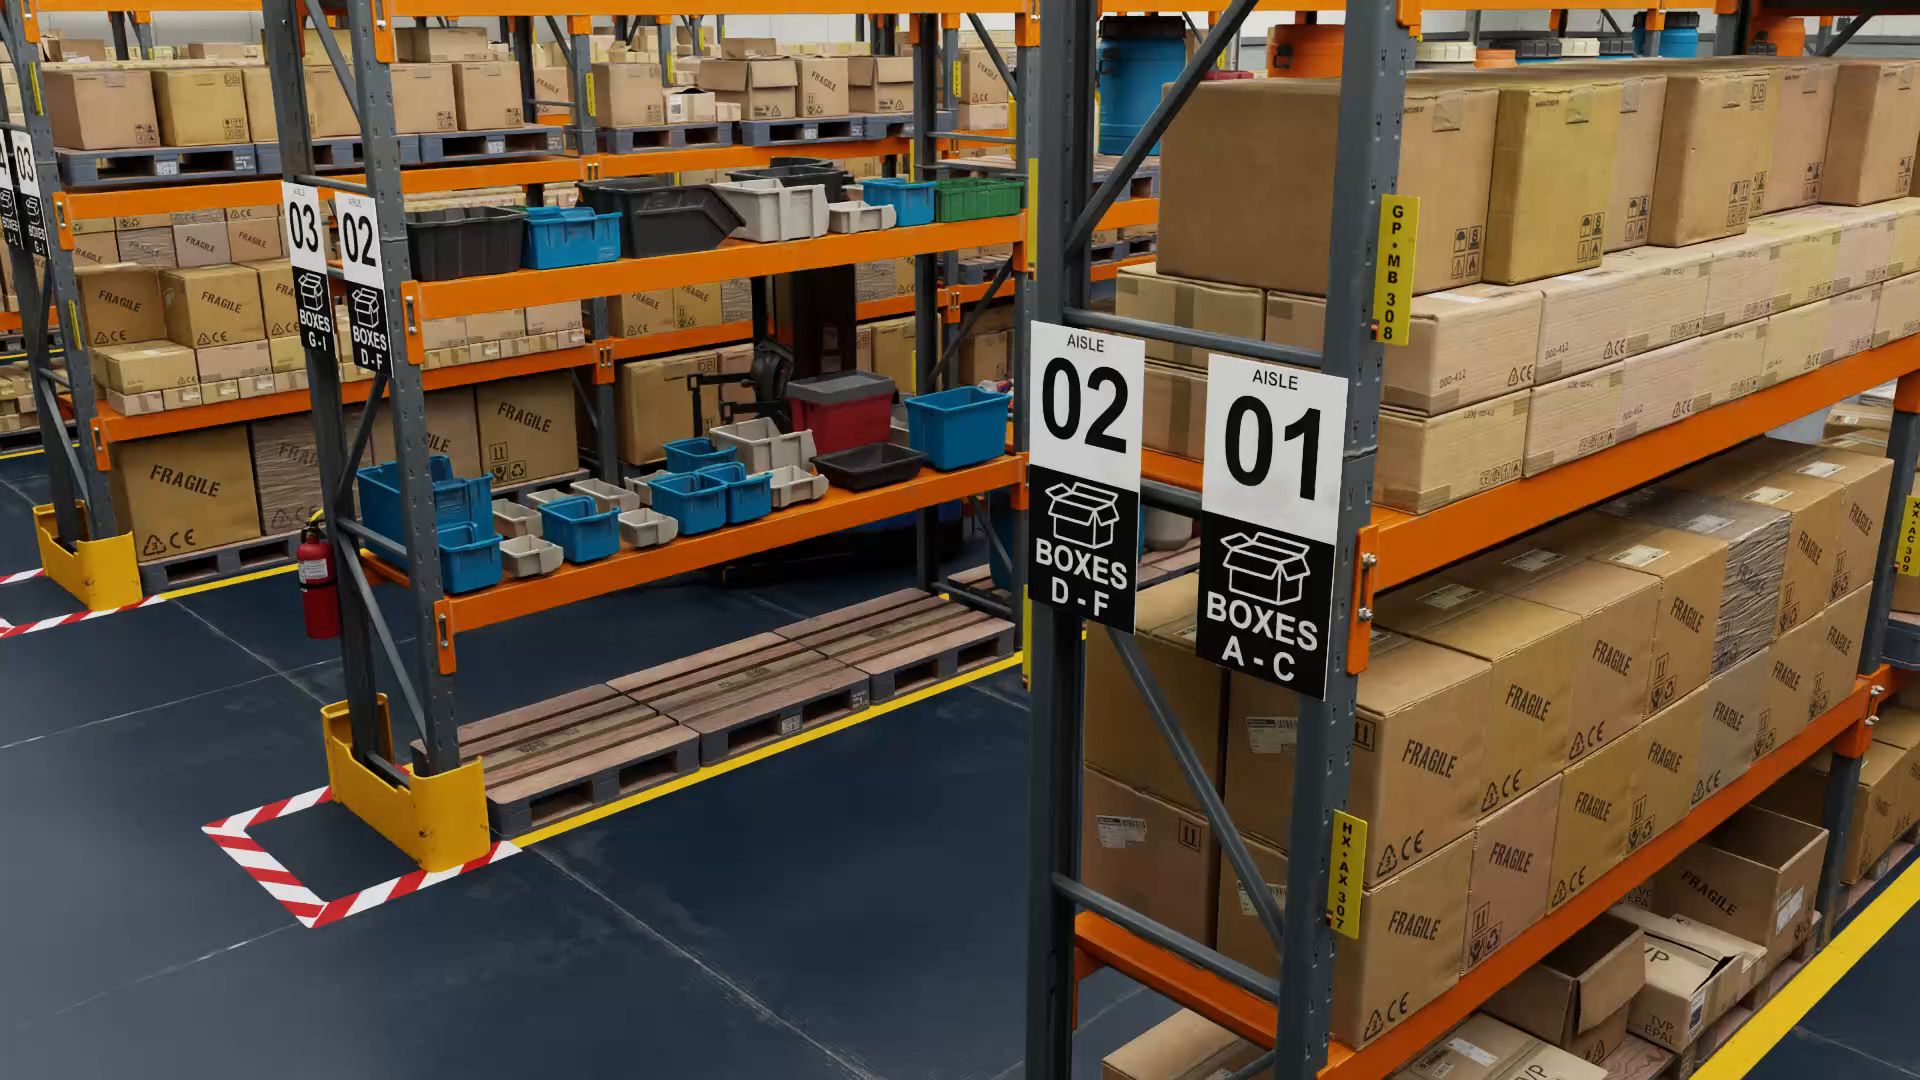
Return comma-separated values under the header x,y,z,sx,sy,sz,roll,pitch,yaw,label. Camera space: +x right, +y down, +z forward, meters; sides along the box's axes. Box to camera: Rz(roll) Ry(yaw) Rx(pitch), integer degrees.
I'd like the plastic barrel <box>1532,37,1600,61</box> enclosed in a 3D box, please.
x,y,z,sx,sy,sz,roll,pitch,yaw,label
5.210,-3.900,14.473,0.600,0.901,0.600,0,18,0,plastic barrel

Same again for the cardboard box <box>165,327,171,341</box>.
x,y,z,sx,sy,sz,roll,pitch,yaw,label
-5.678,-1.436,12.312,0.500,0.250,0.500,-17,24,-42,cardboard box

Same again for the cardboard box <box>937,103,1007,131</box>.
x,y,z,sx,sy,sz,roll,pitch,yaw,label
0.113,-4.190,16.424,0.500,0.250,0.500,-16,24,-40,cardboard box

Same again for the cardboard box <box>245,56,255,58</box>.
x,y,z,sx,sy,sz,roll,pitch,yaw,label
-11.128,-7.440,25.801,0.250,0.149,0.380,-16,24,-40,cardboard box

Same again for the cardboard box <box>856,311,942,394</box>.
x,y,z,sx,sy,sz,roll,pitch,yaw,label
-0.920,-1.839,16.558,1.225,0.875,0.875,17,24,41,cardboard box

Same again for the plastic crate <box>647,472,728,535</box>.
x,y,z,sx,sy,sz,roll,pitch,yaw,label
-1.452,-0.193,8.891,0.300,0.233,0.416,-16,24,-41,plastic crate

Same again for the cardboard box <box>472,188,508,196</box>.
x,y,z,sx,sy,sz,roll,pitch,yaw,label
-5.345,-3.903,18.920,0.250,0.149,0.380,-17,24,-42,cardboard box

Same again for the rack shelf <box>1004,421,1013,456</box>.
x,y,z,sx,sy,sz,roll,pitch,yaw,label
1.546,-0.916,12.112,4.000,0.370,1.077,-16,24,-41,rack shelf

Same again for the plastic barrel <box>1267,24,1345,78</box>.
x,y,z,sx,sy,sz,roll,pitch,yaw,label
2.585,-3.393,12.346,0.708,0.830,0.600,-16,24,-41,plastic barrel

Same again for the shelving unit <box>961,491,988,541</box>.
x,y,z,sx,sy,sz,roll,pitch,yaw,label
0.054,-0.493,12.802,0.252,1.050,0.215,-12,22,-33,shelving unit

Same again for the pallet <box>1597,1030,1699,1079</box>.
x,y,z,sx,sy,sz,roll,pitch,yaw,label
2.107,2.008,6.449,1.213,0.211,1.003,-16,24,-41,pallet

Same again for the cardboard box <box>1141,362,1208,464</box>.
x,y,z,sx,sy,sz,roll,pitch,yaw,label
0.779,-0.399,4.732,0.500,0.250,0.500,-16,24,-41,cardboard box

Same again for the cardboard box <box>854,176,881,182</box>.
x,y,z,sx,sy,sz,roll,pitch,yaw,label
-1.394,-4.542,21.969,0.500,0.500,0.500,-17,24,-41,cardboard box

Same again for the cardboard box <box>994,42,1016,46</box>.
x,y,z,sx,sy,sz,roll,pitch,yaw,label
0.448,-6.772,23.062,0.500,0.250,0.500,-17,24,-41,cardboard box

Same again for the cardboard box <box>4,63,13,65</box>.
x,y,z,sx,sy,sz,roll,pitch,yaw,label
-8.736,-4.354,15.473,0.250,0.149,0.380,-17,25,-42,cardboard box

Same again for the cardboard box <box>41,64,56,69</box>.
x,y,z,sx,sy,sz,roll,pitch,yaw,label
-8.423,-4.251,15.155,0.250,0.149,0.380,-15,23,-39,cardboard box

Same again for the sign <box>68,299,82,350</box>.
x,y,z,sx,sy,sz,roll,pitch,yaw,label
-5.840,-1.421,10.970,0.005,0.325,0.100,-16,24,-41,sign

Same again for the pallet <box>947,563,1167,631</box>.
x,y,z,sx,sy,sz,roll,pitch,yaw,label
0.682,0.338,11.600,1.213,0.211,1.003,-16,24,-41,pallet

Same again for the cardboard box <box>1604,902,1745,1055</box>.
x,y,z,sx,sy,sz,roll,pitch,yaw,label
2.729,1.690,6.556,0.500,0.311,0.500,-16,24,-41,cardboard box

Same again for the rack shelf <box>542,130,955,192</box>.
x,y,z,sx,sy,sz,roll,pitch,yaw,label
-1.857,-3.453,15.073,4.000,0.370,1.077,-16,24,-41,rack shelf

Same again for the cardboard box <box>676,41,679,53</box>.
x,y,z,sx,sy,sz,roll,pitch,yaw,label
-5.390,-9.132,30.799,0.258,0.266,0.396,-16,24,-41,cardboard box

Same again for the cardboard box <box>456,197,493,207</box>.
x,y,z,sx,sy,sz,roll,pitch,yaw,label
-5.287,-3.642,18.115,0.250,0.149,0.380,-17,24,-41,cardboard box

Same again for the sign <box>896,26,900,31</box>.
x,y,z,sx,sy,sz,roll,pitch,yaw,label
-1.033,-8.427,27.814,0.005,0.325,0.100,-16,24,-41,sign

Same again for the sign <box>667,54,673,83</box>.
x,y,z,sx,sy,sz,roll,pitch,yaw,label
-3.367,-5.476,19.308,0.005,0.325,0.100,-16,24,-41,sign

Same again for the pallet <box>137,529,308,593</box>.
x,y,z,sx,sy,sz,roll,pitch,yaw,label
-5.690,0.043,12.510,1.213,0.211,1.003,-16,24,-41,pallet

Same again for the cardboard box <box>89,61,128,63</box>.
x,y,z,sx,sy,sz,roll,pitch,yaw,label
-8.192,-4.527,16.005,0.380,0.149,0.250,17,25,42,cardboard box

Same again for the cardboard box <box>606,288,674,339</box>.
x,y,z,sx,sy,sz,roll,pitch,yaw,label
-2.804,-2.033,14.230,0.500,0.500,0.500,-16,24,-41,cardboard box

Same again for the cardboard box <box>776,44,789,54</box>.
x,y,z,sx,sy,sz,roll,pitch,yaw,label
-2.944,-7.829,26.518,0.250,0.149,0.380,-17,24,-42,cardboard box

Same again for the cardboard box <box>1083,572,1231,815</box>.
x,y,z,sx,sy,sz,roll,pitch,yaw,label
0.721,0.445,4.965,0.500,0.500,0.500,-17,24,-41,cardboard box

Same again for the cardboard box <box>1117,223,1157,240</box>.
x,y,z,sx,sy,sz,roll,pitch,yaw,label
1.829,-3.988,18.766,1.000,1.000,1.000,-16,24,-40,cardboard box

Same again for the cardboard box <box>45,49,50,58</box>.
x,y,z,sx,sy,sz,roll,pitch,yaw,label
-13.014,-6.938,23.738,0.250,0.149,0.380,-15,23,-39,cardboard box

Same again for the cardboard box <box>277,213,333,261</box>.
x,y,z,sx,sy,sz,roll,pitch,yaw,label
-6.802,-3.100,17.039,0.500,0.500,0.500,-16,24,-41,cardboard box

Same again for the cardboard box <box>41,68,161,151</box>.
x,y,z,sx,sy,sz,roll,pitch,yaw,label
-5.876,-2.941,11.322,0.700,0.500,0.500,16,24,41,cardboard box

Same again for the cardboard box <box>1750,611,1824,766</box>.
x,y,z,sx,sy,sz,roll,pitch,yaw,label
2.933,0.502,6.411,0.500,0.500,0.500,-15,23,-39,cardboard box

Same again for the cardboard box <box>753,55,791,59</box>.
x,y,z,sx,sy,sz,roll,pitch,yaw,label
-2.324,-5.876,20.681,0.500,0.311,0.500,-17,24,-42,cardboard box

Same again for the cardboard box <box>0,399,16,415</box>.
x,y,z,sx,sy,sz,roll,pitch,yaw,label
-8.994,-1.268,15.492,0.250,0.149,0.380,-15,23,-39,cardboard box

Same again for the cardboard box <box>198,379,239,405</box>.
x,y,z,sx,sy,sz,roll,pitch,yaw,label
-5.361,-1.087,11.883,0.250,0.149,0.380,-17,25,-42,cardboard box

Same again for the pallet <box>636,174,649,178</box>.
x,y,z,sx,sy,sz,roll,pitch,yaw,label
-4.961,-5.640,25.827,1.213,0.211,1.003,-16,24,-41,pallet

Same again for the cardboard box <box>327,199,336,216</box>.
x,y,z,sx,sy,sz,roll,pitch,yaw,label
-8.490,-4.447,22.079,0.500,0.250,0.500,-17,24,-42,cardboard box

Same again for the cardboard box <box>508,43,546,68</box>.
x,y,z,sx,sy,sz,roll,pitch,yaw,label
-4.774,-5.342,18.331,0.258,0.266,0.396,-16,24,-41,cardboard box

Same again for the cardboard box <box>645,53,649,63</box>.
x,y,z,sx,sy,sz,roll,pitch,yaw,label
-5.002,-7.153,24.883,0.500,0.250,0.500,-16,24,-40,cardboard box

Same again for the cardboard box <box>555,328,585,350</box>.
x,y,z,sx,sy,sz,roll,pitch,yaw,label
-3.307,-1.687,13.731,0.250,0.149,0.380,-16,24,-41,cardboard box

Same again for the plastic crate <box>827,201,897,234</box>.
x,y,z,sx,sy,sz,roll,pitch,yaw,label
-0.570,-1.781,9.178,0.466,0.136,0.293,-16,24,-41,plastic crate

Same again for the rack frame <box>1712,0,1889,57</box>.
x,y,z,sx,sy,sz,roll,pitch,yaw,label
3.493,-2.577,6.343,0.127,3.000,1.000,-16,24,-41,rack frame

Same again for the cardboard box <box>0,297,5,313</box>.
x,y,z,sx,sy,sz,roll,pitch,yaw,label
-8.934,-2.169,15.217,0.250,0.149,0.380,-15,23,-39,cardboard box

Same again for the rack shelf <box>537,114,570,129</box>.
x,y,z,sx,sy,sz,roll,pitch,yaw,label
-5.191,-4.586,18.568,4.000,0.370,1.077,-16,24,-41,rack shelf

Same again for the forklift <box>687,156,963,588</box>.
x,y,z,sx,sy,sz,roll,pitch,yaw,label
-1.545,-1.233,12.036,3.031,2.935,1.130,-7,19,-21,forklift

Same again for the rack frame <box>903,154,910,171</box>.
x,y,z,sx,sy,sz,roll,pitch,yaw,label
-0.832,-4.772,22.841,0.127,3.000,1.000,-16,24,-41,rack frame

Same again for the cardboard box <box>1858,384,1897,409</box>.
x,y,z,sx,sy,sz,roll,pitch,yaw,label
5.224,-0.509,8.847,0.500,0.500,0.700,-11,21,-31,cardboard box

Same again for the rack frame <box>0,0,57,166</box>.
x,y,z,sx,sy,sz,roll,pitch,yaw,label
-6.217,-3.950,10.578,0.127,3.000,1.000,-16,24,-41,rack frame

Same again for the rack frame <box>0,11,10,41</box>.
x,y,z,sx,sy,sz,roll,pitch,yaw,label
-13.532,-8.130,23.471,0.127,3.000,1.000,-16,24,-41,rack frame
